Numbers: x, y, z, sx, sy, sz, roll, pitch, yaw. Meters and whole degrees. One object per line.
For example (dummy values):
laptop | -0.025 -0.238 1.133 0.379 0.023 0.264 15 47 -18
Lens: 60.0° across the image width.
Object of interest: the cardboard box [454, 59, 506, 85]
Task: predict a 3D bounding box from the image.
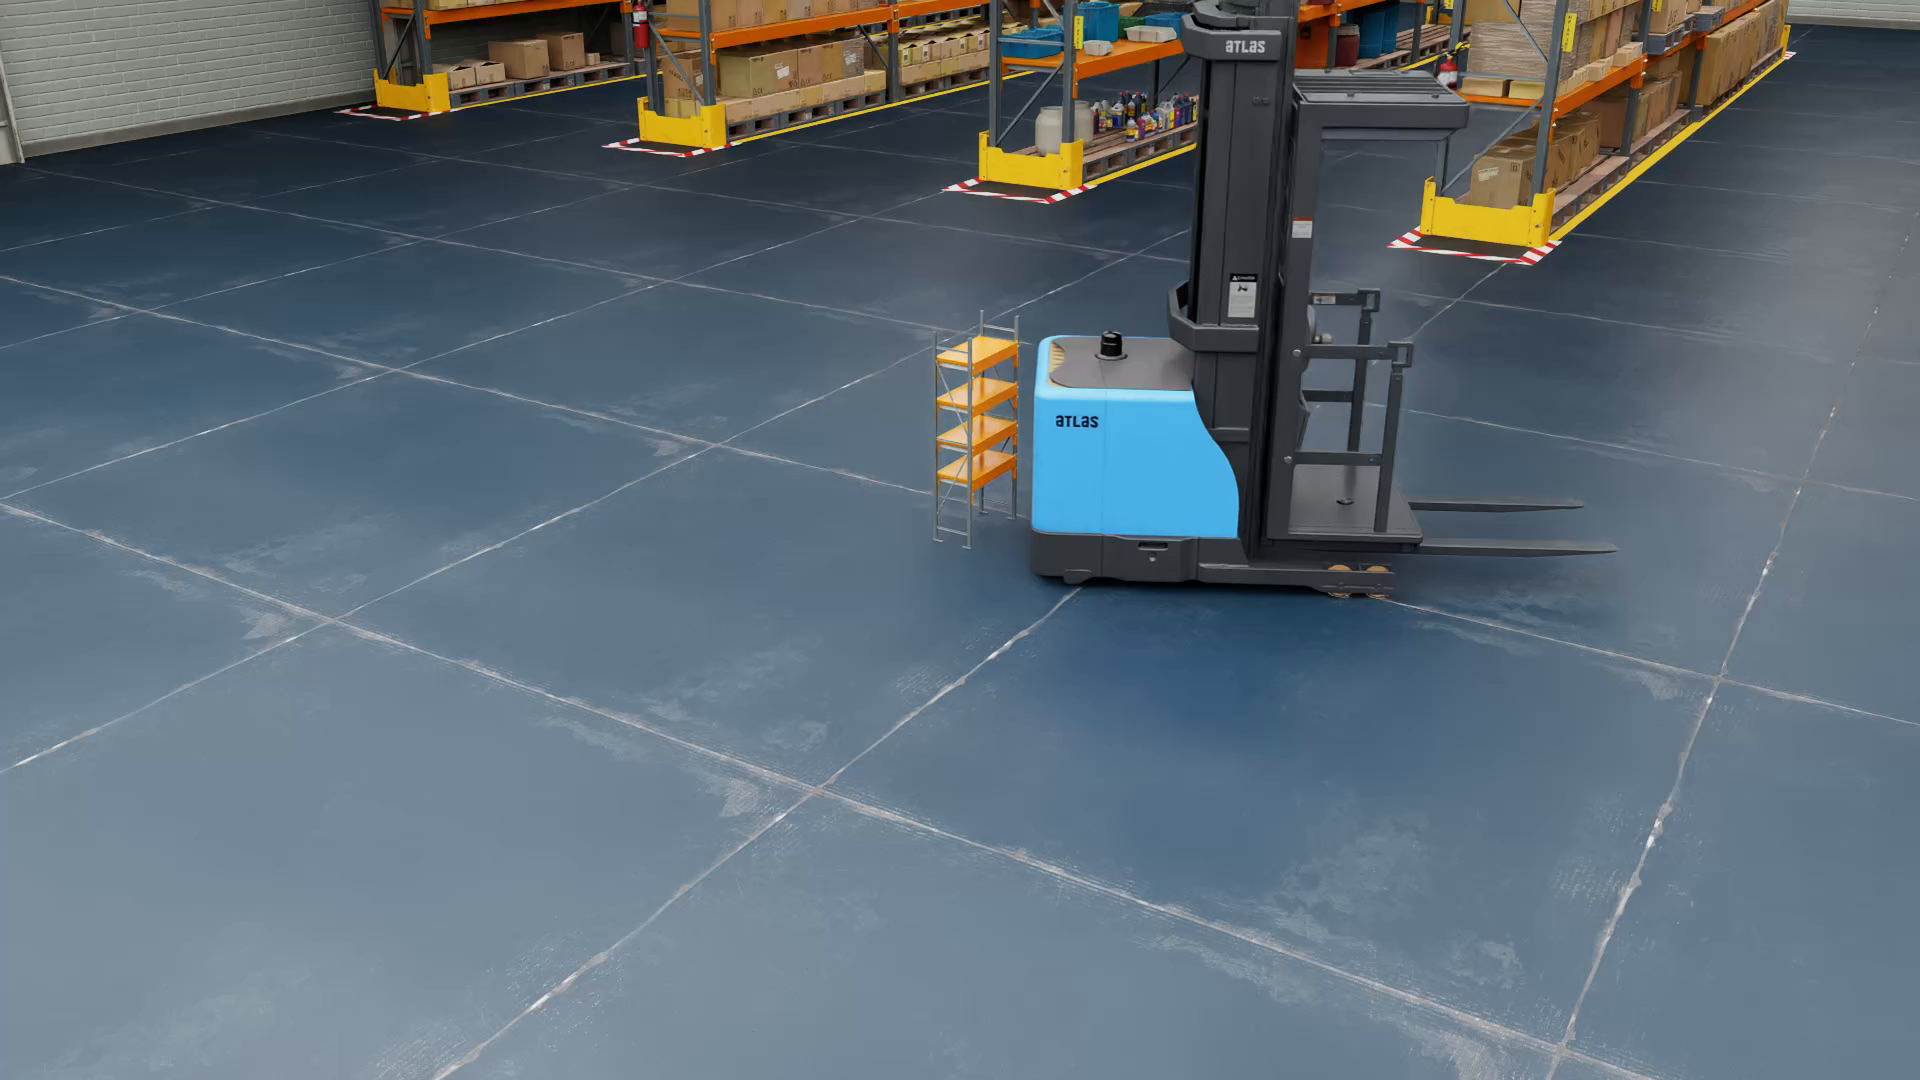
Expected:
cardboard box | -6.901 -6.747 23.890 0.500 0.311 0.500 16 28 33

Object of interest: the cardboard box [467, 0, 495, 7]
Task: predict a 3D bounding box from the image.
cardboard box | -6.854 -7.589 23.167 0.500 0.250 0.500 13 27 27

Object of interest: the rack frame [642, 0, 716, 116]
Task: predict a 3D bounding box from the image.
rack frame | -3.433 -6.335 20.108 1.000 3.000 0.127 14 27 29

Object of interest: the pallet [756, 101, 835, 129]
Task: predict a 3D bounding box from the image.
pallet | -2.421 -5.732 22.226 1.003 0.211 1.213 14 27 29

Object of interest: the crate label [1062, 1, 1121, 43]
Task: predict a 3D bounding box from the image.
crate label | 1.514 -5.990 19.266 0.502 0.435 0.616 14 27 29

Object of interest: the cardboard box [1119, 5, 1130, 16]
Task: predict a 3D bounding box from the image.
cardboard box | 2.612 -9.048 28.968 0.500 0.500 0.500 14 27 29

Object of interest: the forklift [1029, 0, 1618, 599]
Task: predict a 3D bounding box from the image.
forklift | 1.903 -1.261 8.473 3.031 2.935 1.130 2 23 4

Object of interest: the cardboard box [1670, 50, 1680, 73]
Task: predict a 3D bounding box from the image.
cardboard box | 8.873 -6.124 21.270 0.500 0.250 0.500 15 28 31

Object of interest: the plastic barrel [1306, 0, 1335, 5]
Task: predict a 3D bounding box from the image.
plastic barrel | 5.006 -7.838 23.409 0.600 0.536 0.708 14 27 29

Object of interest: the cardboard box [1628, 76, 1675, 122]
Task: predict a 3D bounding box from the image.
cardboard box | 8.583 -5.592 20.985 0.700 0.500 0.500 11 26 25

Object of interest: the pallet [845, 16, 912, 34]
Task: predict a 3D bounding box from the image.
pallet | -1.656 -9.866 31.775 1.003 0.211 1.213 14 27 29

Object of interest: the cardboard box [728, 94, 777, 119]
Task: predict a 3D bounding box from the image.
cardboard box | -2.700 -5.570 21.273 0.500 0.250 0.500 14 27 29

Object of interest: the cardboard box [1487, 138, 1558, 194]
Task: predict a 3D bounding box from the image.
cardboard box | 5.611 -3.720 16.684 0.500 0.500 0.500 -20 31 -39

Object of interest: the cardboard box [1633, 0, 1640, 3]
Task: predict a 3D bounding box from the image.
cardboard box | 6.825 -5.871 17.276 0.500 0.500 0.500 14 27 29

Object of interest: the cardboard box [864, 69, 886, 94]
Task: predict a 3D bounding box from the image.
cardboard box | -1.382 -6.414 23.222 0.500 0.250 0.500 14 27 29

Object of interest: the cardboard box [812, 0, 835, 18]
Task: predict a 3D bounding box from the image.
cardboard box | -2.092 -7.232 22.054 0.700 0.500 0.500 14 27 30

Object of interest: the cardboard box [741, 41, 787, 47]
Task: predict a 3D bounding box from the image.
cardboard box | -2.623 -6.362 22.160 0.500 0.500 0.500 14 27 29

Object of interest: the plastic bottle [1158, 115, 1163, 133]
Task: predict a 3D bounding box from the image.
plastic bottle | 2.389 -5.012 20.021 0.097 0.201 0.097 0 23 0

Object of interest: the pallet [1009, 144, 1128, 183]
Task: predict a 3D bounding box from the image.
pallet | 1.207 -4.325 18.974 1.003 0.211 1.213 14 27 29

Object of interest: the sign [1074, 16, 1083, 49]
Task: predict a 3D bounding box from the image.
sign | 1.238 -5.306 17.383 0.100 0.325 0.005 14 27 29

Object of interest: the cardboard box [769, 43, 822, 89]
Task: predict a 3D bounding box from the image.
cardboard box | -2.168 -6.250 21.900 0.500 0.500 0.500 14 27 29

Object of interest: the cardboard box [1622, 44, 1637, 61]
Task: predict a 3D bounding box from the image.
cardboard box | 7.087 -5.276 17.978 0.380 0.149 0.250 14 27 29

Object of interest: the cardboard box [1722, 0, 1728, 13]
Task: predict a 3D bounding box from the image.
cardboard box | 9.959 -7.285 22.177 0.500 0.500 0.500 13 27 28

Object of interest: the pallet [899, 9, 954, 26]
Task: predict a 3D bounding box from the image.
pallet | -0.846 -10.383 32.968 1.003 0.211 1.213 14 27 29

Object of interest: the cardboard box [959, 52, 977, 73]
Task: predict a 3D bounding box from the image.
cardboard box | -0.089 -7.219 25.083 0.500 0.250 0.500 14 27 30

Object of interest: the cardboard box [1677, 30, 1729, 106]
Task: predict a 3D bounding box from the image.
cardboard box | 9.583 -6.404 22.413 1.225 0.875 0.875 12 26 27

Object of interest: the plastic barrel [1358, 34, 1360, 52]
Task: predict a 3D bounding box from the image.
plastic barrel | 6.054 -7.806 26.109 0.421 0.512 0.421 0 23 0

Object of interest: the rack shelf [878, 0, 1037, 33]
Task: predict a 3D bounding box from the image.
rack shelf | -0.268 -8.030 24.929 1.077 0.370 4.000 14 27 29

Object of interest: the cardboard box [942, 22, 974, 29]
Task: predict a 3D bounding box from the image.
cardboard box | -0.009 -7.929 26.017 0.500 0.311 0.500 13 27 28

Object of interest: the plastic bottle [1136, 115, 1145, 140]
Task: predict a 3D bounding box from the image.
plastic bottle | 2.129 -4.870 19.590 0.061 0.283 0.133 14 27 30

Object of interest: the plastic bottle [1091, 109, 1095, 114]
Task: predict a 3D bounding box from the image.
plastic bottle | 1.526 -5.039 19.988 0.152 0.276 0.135 14 27 29

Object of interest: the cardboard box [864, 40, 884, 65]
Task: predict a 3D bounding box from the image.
cardboard box | -1.353 -7.070 24.033 0.500 0.311 0.500 14 27 29

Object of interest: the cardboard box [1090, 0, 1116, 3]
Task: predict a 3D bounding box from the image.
cardboard box | 2.435 -9.328 29.614 0.500 0.500 0.500 13 26 27

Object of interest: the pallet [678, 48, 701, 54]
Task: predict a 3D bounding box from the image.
pallet | -4.481 -8.119 27.738 1.003 0.211 1.213 14 27 29

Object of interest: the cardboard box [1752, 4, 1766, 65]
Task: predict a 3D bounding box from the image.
cardboard box | 11.727 -7.732 25.480 0.875 0.875 0.875 14 27 29

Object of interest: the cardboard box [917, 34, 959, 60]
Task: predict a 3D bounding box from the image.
cardboard box | -0.353 -7.303 24.571 0.500 0.311 0.500 13 27 27

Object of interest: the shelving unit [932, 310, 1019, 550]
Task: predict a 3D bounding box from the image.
shelving unit | 0.087 -0.606 9.141 0.258 1.200 0.503 14 27 29

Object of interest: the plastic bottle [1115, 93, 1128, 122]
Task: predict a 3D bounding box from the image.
plastic bottle | 2.005 -5.383 20.689 0.144 0.351 0.185 13 26 27

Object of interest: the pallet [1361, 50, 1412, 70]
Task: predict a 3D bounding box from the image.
pallet | 6.661 -7.815 27.036 1.003 0.211 1.213 14 27 29

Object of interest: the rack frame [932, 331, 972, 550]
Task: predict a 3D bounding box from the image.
rack frame | -0.041 -0.524 8.950 0.240 1.200 0.015 14 27 29

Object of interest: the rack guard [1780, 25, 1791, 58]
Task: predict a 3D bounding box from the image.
rack guard | 13.434 -8.519 28.299 1.175 0.500 0.348 14 27 29

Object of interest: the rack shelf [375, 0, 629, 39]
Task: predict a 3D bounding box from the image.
rack shelf | -6.588 -7.717 24.205 1.077 0.370 4.000 14 27 29

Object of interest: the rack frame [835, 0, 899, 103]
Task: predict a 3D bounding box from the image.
rack frame | -1.323 -7.685 23.227 1.000 3.000 0.127 14 27 29

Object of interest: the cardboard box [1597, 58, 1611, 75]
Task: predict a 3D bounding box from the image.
cardboard box | 6.424 -4.855 17.006 0.380 0.149 0.250 14 27 29

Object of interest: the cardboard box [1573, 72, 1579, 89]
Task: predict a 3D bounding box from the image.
cardboard box | 5.741 -4.439 16.045 0.380 0.149 0.250 14 27 29

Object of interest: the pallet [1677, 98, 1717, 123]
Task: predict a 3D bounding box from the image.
pallet | 9.681 -5.929 22.679 1.003 0.211 1.213 14 27 29

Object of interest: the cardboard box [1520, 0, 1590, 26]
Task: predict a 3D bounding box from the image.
cardboard box | 5.503 -5.028 15.329 0.500 0.500 0.500 14 27 29

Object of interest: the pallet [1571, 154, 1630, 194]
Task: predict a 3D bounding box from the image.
pallet | 6.767 -4.094 18.441 1.003 0.211 1.213 14 27 29

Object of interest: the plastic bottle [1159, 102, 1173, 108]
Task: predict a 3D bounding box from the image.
plastic bottle | 2.548 -5.278 20.540 0.152 0.276 0.135 14 27 29

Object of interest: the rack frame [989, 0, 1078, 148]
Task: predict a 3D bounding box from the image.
rack frame | 0.773 -5.296 17.707 1.000 3.000 0.127 14 27 29

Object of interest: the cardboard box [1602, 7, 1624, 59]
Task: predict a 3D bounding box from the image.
cardboard box | 6.329 -5.300 17.217 0.875 0.500 0.500 14 27 29

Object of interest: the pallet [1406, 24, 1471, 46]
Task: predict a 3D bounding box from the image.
pallet | 8.745 -9.146 30.111 1.003 0.211 1.213 14 27 29

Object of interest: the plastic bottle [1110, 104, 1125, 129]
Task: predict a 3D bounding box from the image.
plastic bottle | 1.920 -5.183 20.320 0.152 0.276 0.135 14 27 29

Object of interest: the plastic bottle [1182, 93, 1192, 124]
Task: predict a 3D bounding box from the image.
plastic bottle | 2.788 -5.354 20.623 0.144 0.351 0.185 13 27 28

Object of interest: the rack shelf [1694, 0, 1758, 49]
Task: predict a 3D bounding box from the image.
rack shelf | 10.256 -7.303 23.249 1.077 0.370 4.000 14 27 29

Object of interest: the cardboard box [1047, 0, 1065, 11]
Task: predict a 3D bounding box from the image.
cardboard box | 1.643 -9.165 28.294 0.500 0.250 0.500 13 27 28

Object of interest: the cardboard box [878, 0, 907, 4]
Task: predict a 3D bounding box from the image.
cardboard box | -1.100 -7.792 23.661 0.500 0.250 0.500 16 28 32

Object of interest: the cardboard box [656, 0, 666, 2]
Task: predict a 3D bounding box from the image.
cardboard box | -4.659 -8.698 27.216 0.500 0.250 0.500 13 27 27
